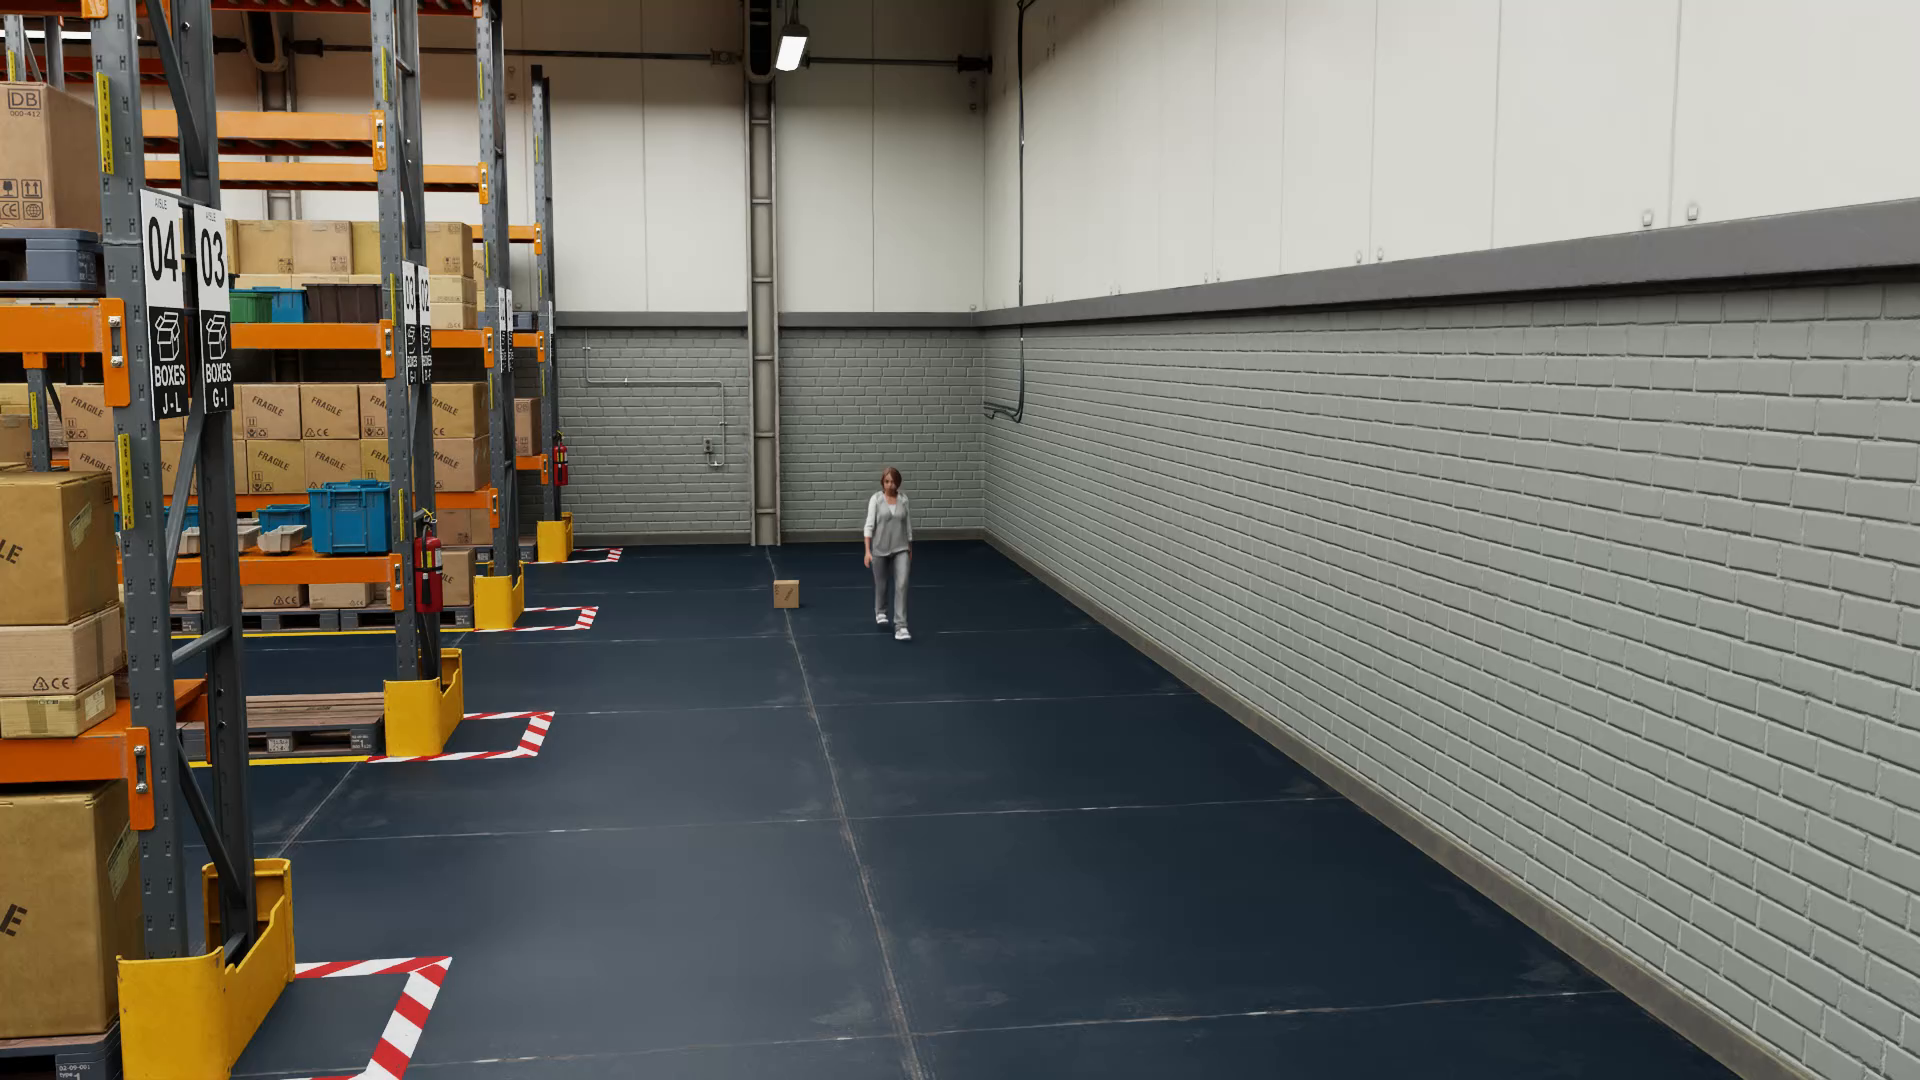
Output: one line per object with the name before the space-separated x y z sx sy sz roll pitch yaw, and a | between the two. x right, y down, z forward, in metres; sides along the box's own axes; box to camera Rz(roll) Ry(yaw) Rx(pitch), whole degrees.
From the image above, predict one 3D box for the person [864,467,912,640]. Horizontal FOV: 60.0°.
person | -0.651 0.102 15.168 0.458 1.539 0.974 -1 7 -7
